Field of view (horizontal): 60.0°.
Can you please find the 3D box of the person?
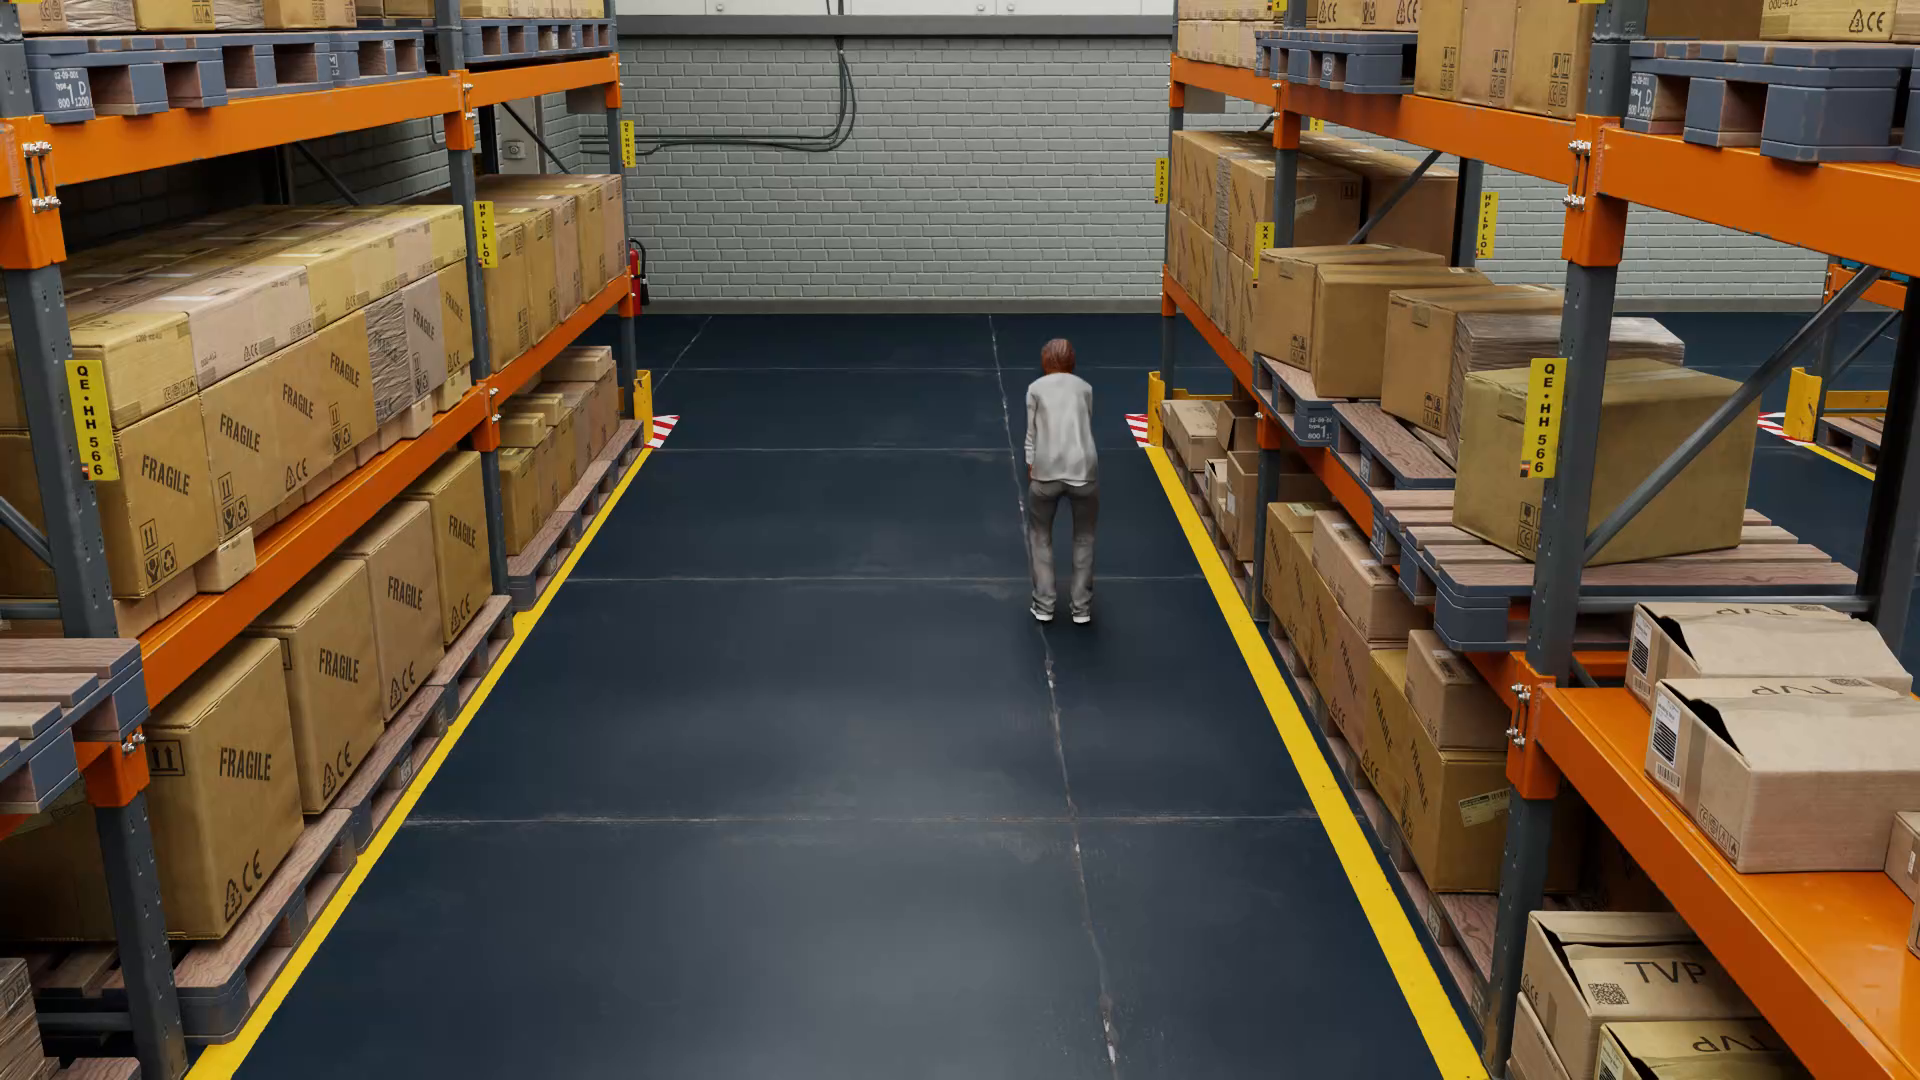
[{"bbox_3d":[0.536,-0.302,8.794,0.378,1.443,0.647,-1,17,-2],"label":"person"}]
